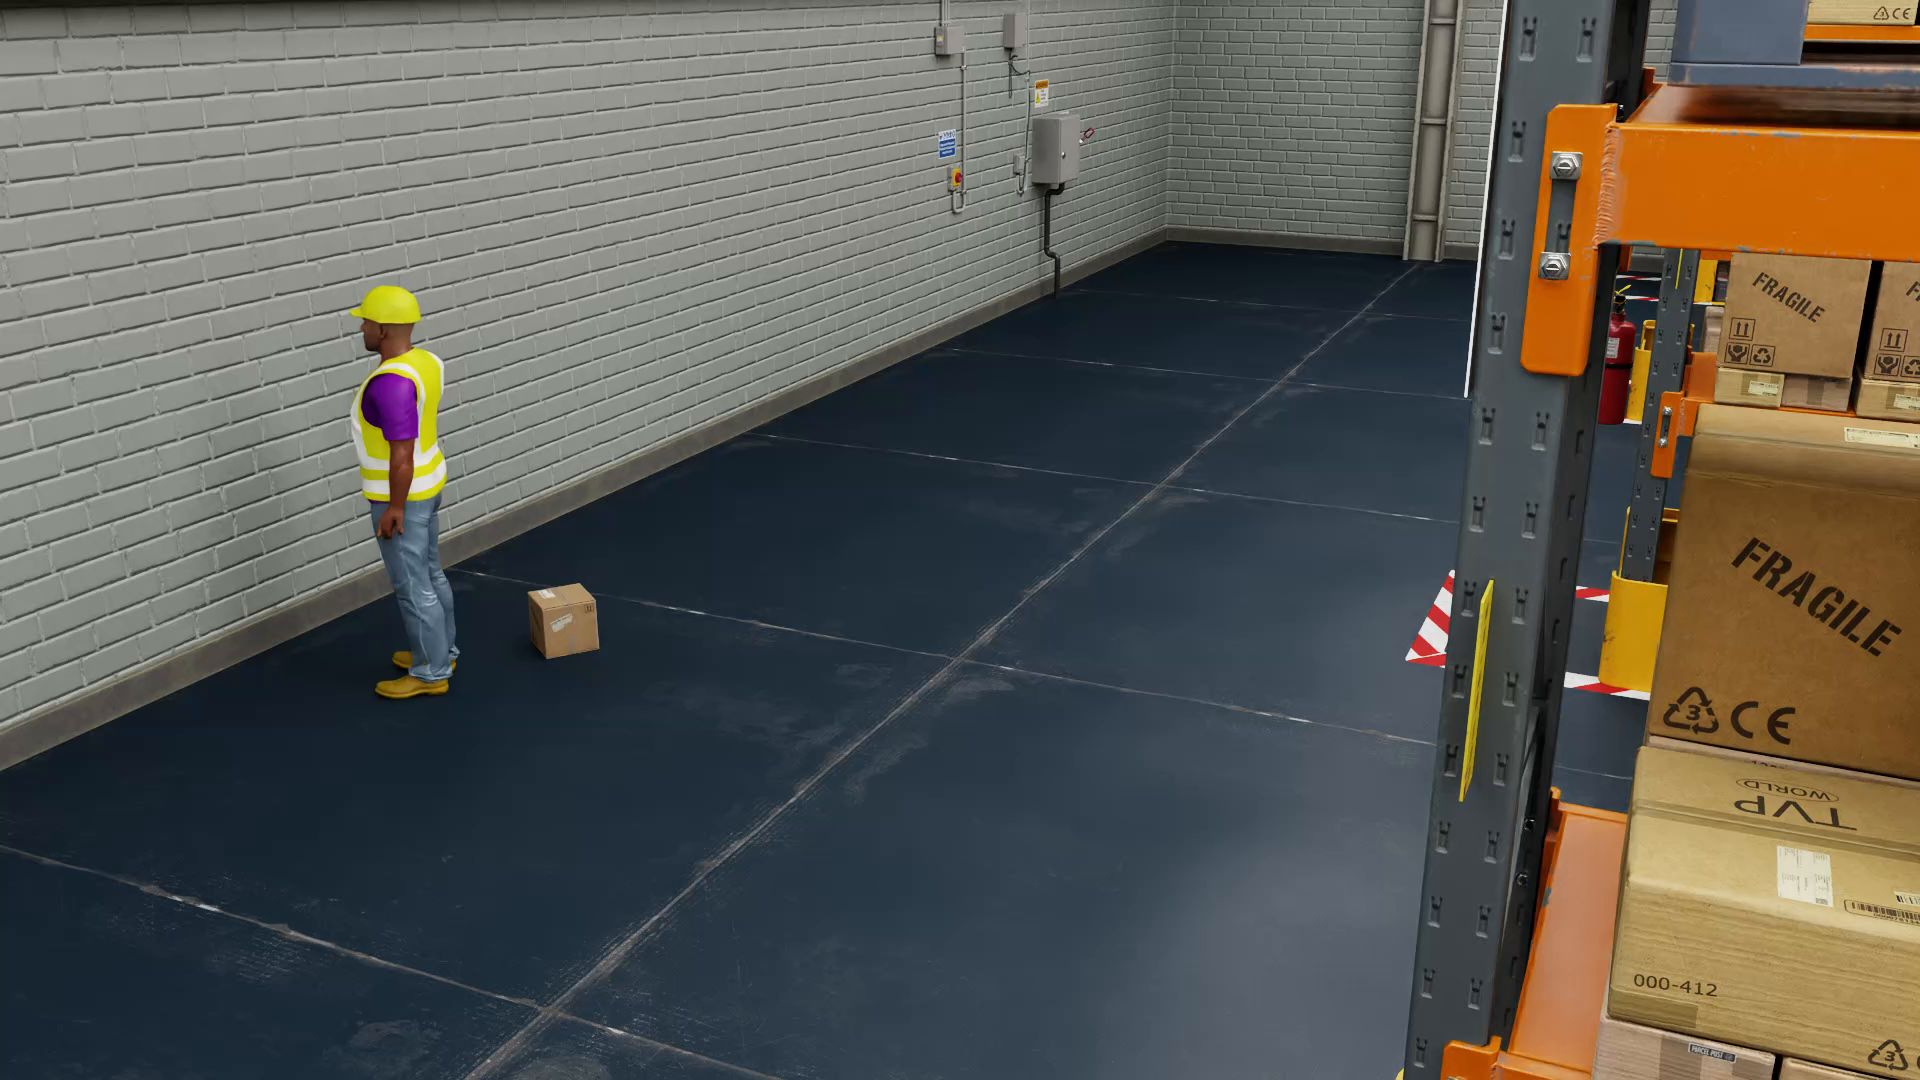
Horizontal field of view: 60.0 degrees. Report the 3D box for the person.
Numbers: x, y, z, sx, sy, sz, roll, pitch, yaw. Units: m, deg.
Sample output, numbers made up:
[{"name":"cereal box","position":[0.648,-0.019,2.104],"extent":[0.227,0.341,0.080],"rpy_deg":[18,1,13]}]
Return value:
[{"name":"person","position":[-2.387,-0.204,7.117],"extent":[0.378,1.772,0.564],"rpy_deg":[-1,19,-3]}]
